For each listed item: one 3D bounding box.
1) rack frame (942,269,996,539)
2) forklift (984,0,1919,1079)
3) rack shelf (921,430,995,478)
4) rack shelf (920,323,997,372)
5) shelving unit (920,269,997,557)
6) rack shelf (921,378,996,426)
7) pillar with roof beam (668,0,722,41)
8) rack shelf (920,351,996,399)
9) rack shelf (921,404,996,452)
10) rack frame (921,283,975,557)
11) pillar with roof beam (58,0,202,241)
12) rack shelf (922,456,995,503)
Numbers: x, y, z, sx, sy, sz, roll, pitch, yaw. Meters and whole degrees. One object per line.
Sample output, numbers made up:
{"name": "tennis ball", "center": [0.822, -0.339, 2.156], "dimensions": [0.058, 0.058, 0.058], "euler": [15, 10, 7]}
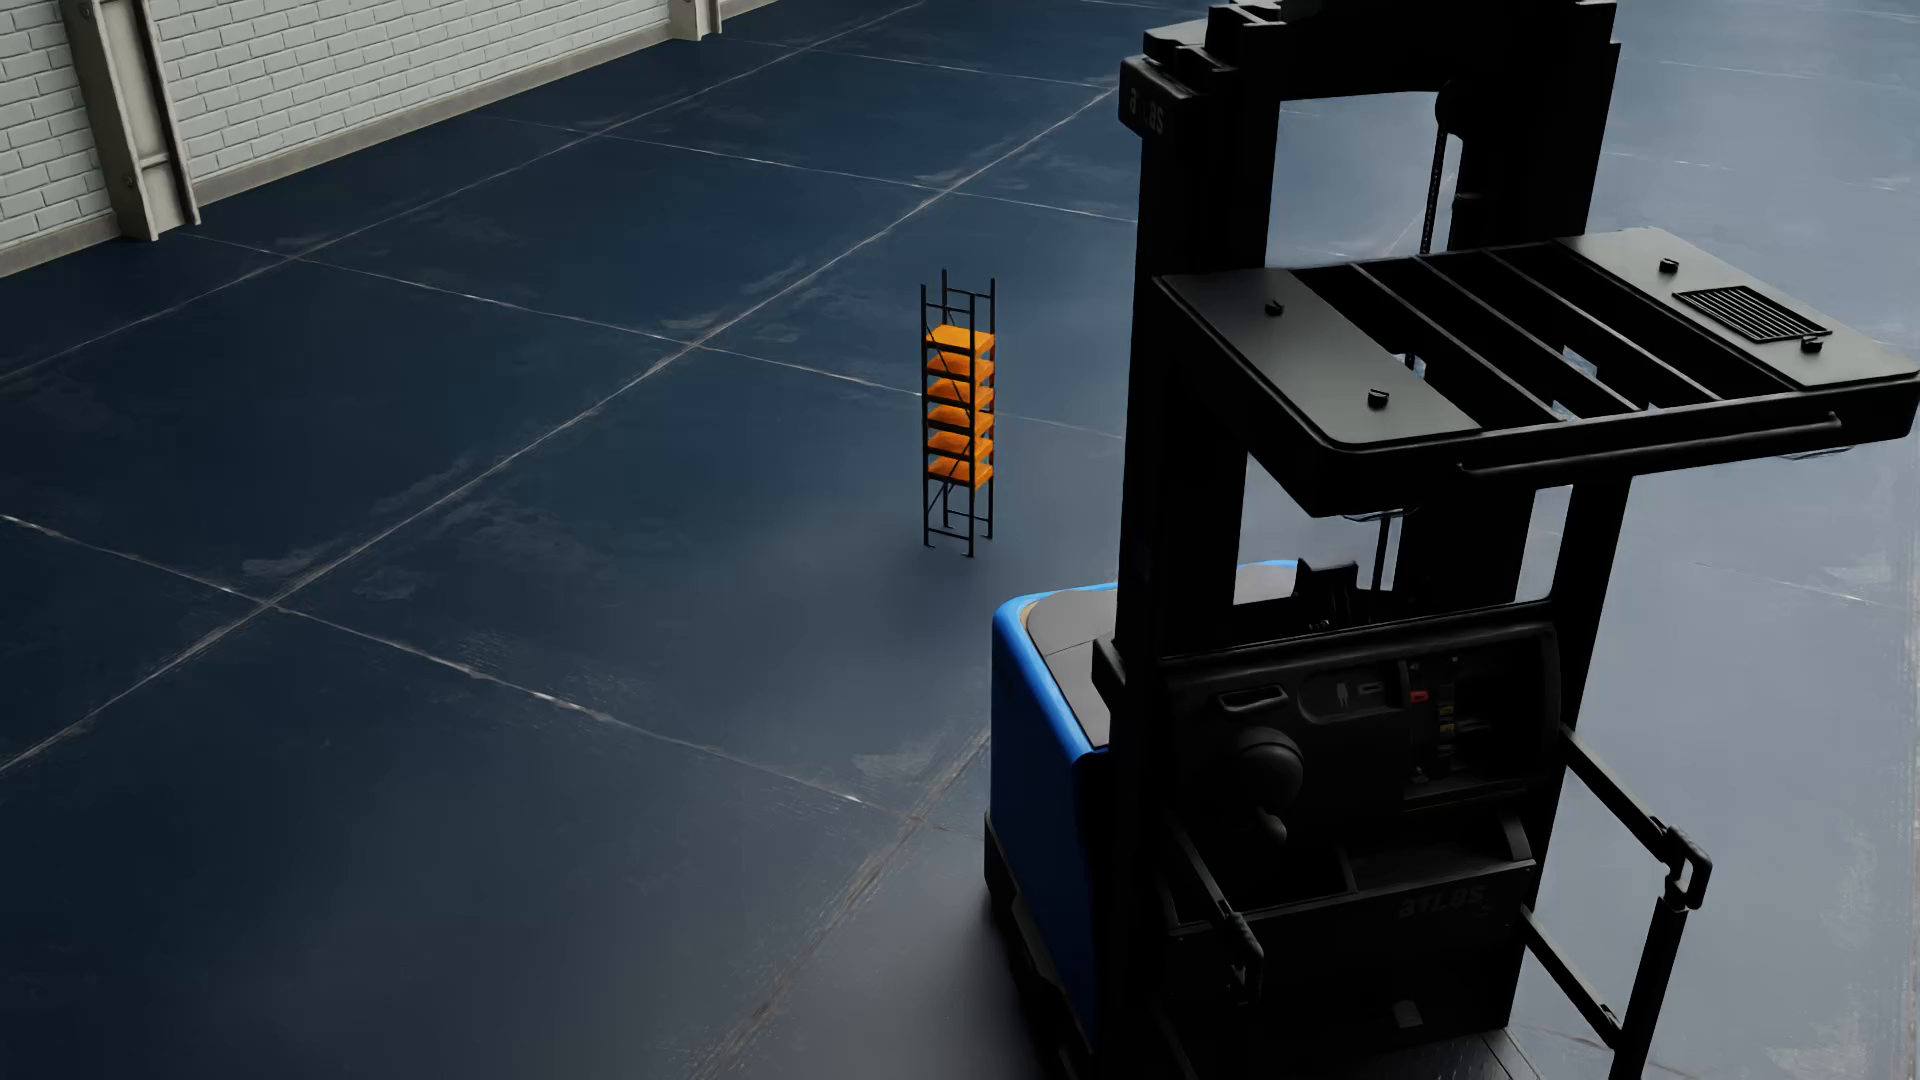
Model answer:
{"name": "rack frame", "center": [0.035, -0.554, 7.011], "dimensions": [0.240, 1.200, 0.006], "euler": [14, 33, 23]}
{"name": "forklift", "center": [0.958, 0.473, 3.483], "dimensions": [1.130, 2.935, 3.031], "euler": [-8, 31, -13]}
{"name": "rack shelf", "center": [-0.007, -0.371, 7.022], "dimensions": [0.258, 0.103, 0.180], "euler": [14, 33, 23]}
{"name": "rack shelf", "center": [-0.007, -0.788, 6.783], "dimensions": [0.258, 0.103, 0.180], "euler": [14, 33, 23]}
{"name": "shelving unit", "center": [-0.007, -0.514, 6.940], "dimensions": [0.258, 1.200, 0.189], "euler": [14, 33, 23]}
{"name": "rack shelf", "center": [-0.007, -0.579, 6.902], "dimensions": [0.258, 0.103, 0.180], "euler": [14, 33, 23]}
{"name": "pillar with roof beam", "center": [1.393, -7.602, 11.451], "dimensions": [9.100, 9.000, 0.400], "euler": [14, 33, 23]}
{"name": "rack shelf", "center": [-0.007, -0.683, 6.843], "dimensions": [0.258, 0.103, 0.180], "euler": [14, 33, 23]}
{"name": "rack shelf", "center": [-0.007, -0.475, 6.962], "dimensions": [0.258, 0.103, 0.180], "euler": [14, 33, 23]}
{"name": "rack frame", "center": [-0.048, -0.473, 6.869], "dimensions": [0.240, 1.200, 0.006], "euler": [14, 33, 23]}
{"name": "pillar with roof beam", "center": [-1.340, -4.942, 6.819], "dimensions": [9.100, 9.000, 0.400], "euler": [14, 33, 23]}
{"name": "rack shelf", "center": [-0.007, -0.267, 7.082], "dimensions": [0.258, 0.103, 0.180], "euler": [14, 33, 23]}
